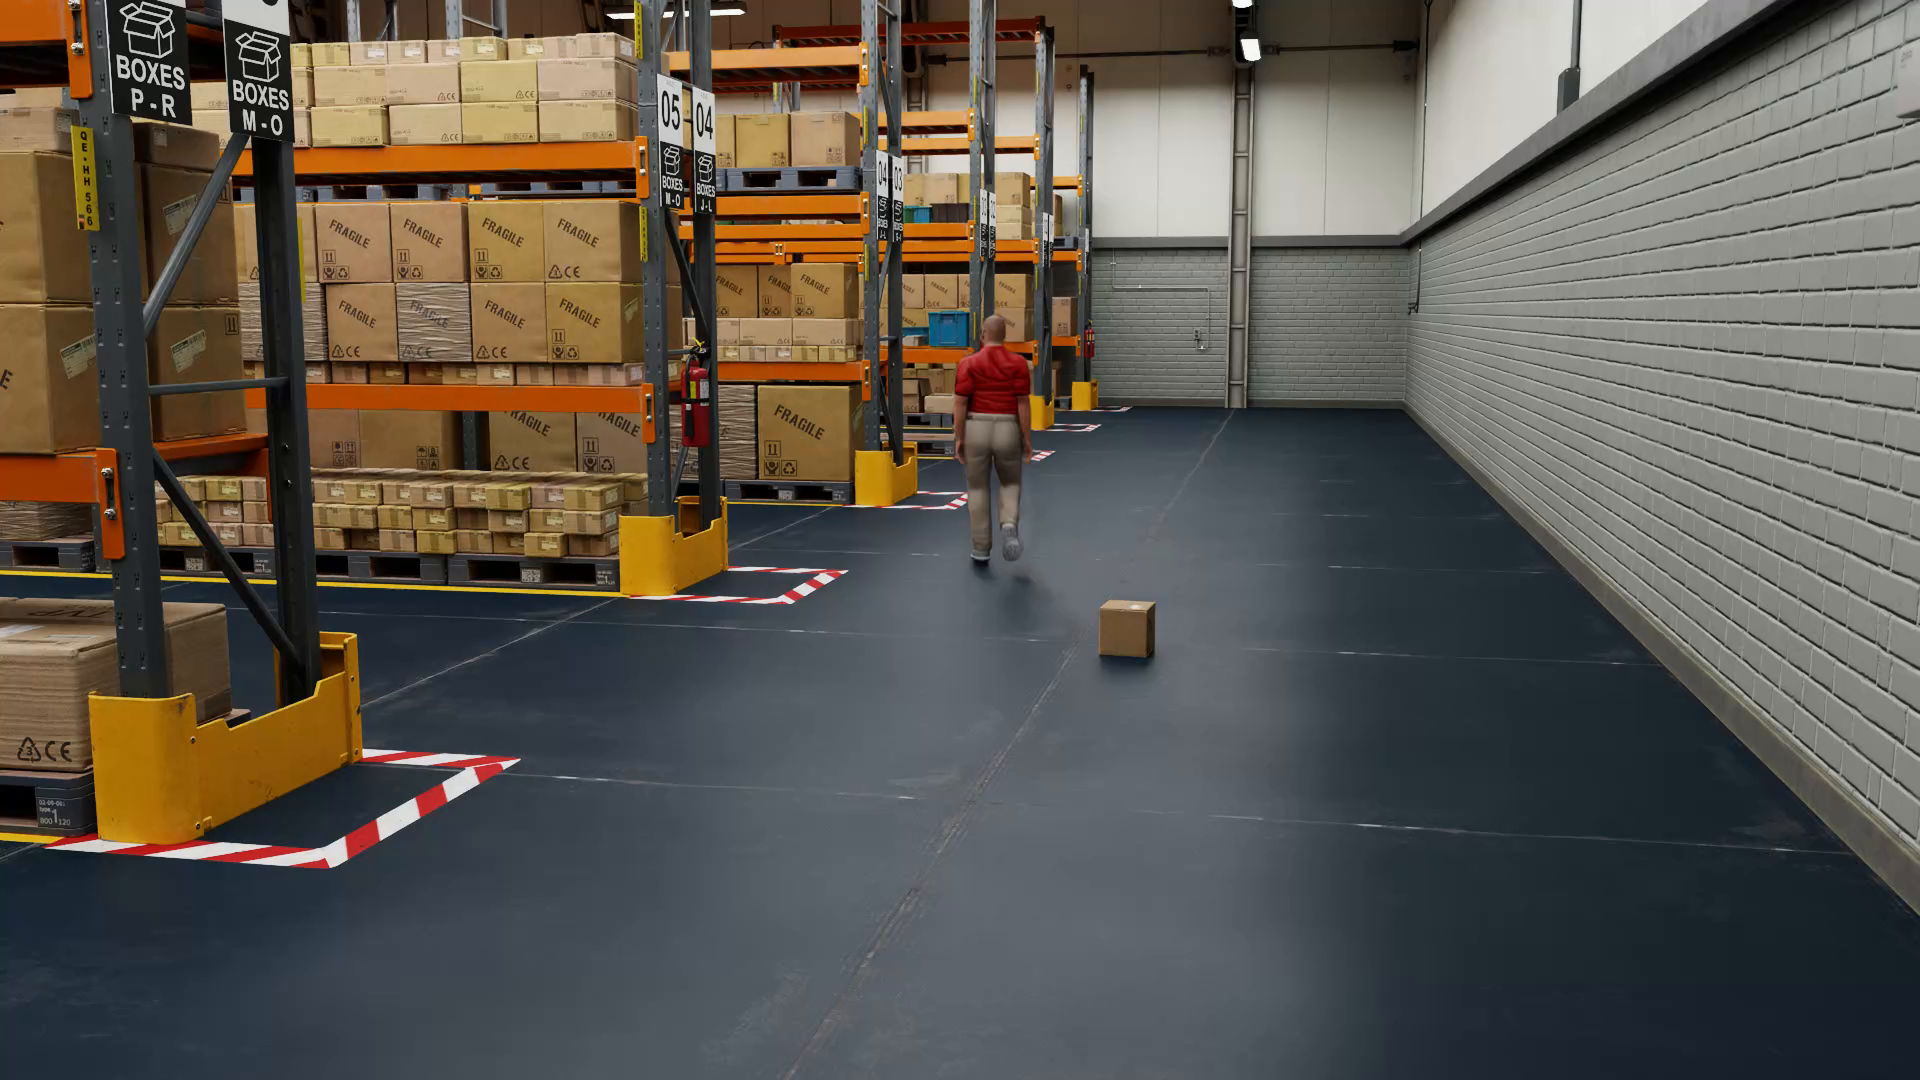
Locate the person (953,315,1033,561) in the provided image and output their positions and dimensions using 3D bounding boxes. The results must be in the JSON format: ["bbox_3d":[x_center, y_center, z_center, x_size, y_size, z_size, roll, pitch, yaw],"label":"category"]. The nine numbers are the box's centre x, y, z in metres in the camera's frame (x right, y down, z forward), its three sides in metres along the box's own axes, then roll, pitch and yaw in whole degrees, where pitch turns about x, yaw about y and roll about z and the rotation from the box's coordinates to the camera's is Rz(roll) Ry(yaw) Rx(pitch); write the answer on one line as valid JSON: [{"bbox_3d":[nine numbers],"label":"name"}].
[{"bbox_3d":[0.228,-0.703,11.604,0.556,1.714,0.506,-1,8,-5],"label":"person"}]
